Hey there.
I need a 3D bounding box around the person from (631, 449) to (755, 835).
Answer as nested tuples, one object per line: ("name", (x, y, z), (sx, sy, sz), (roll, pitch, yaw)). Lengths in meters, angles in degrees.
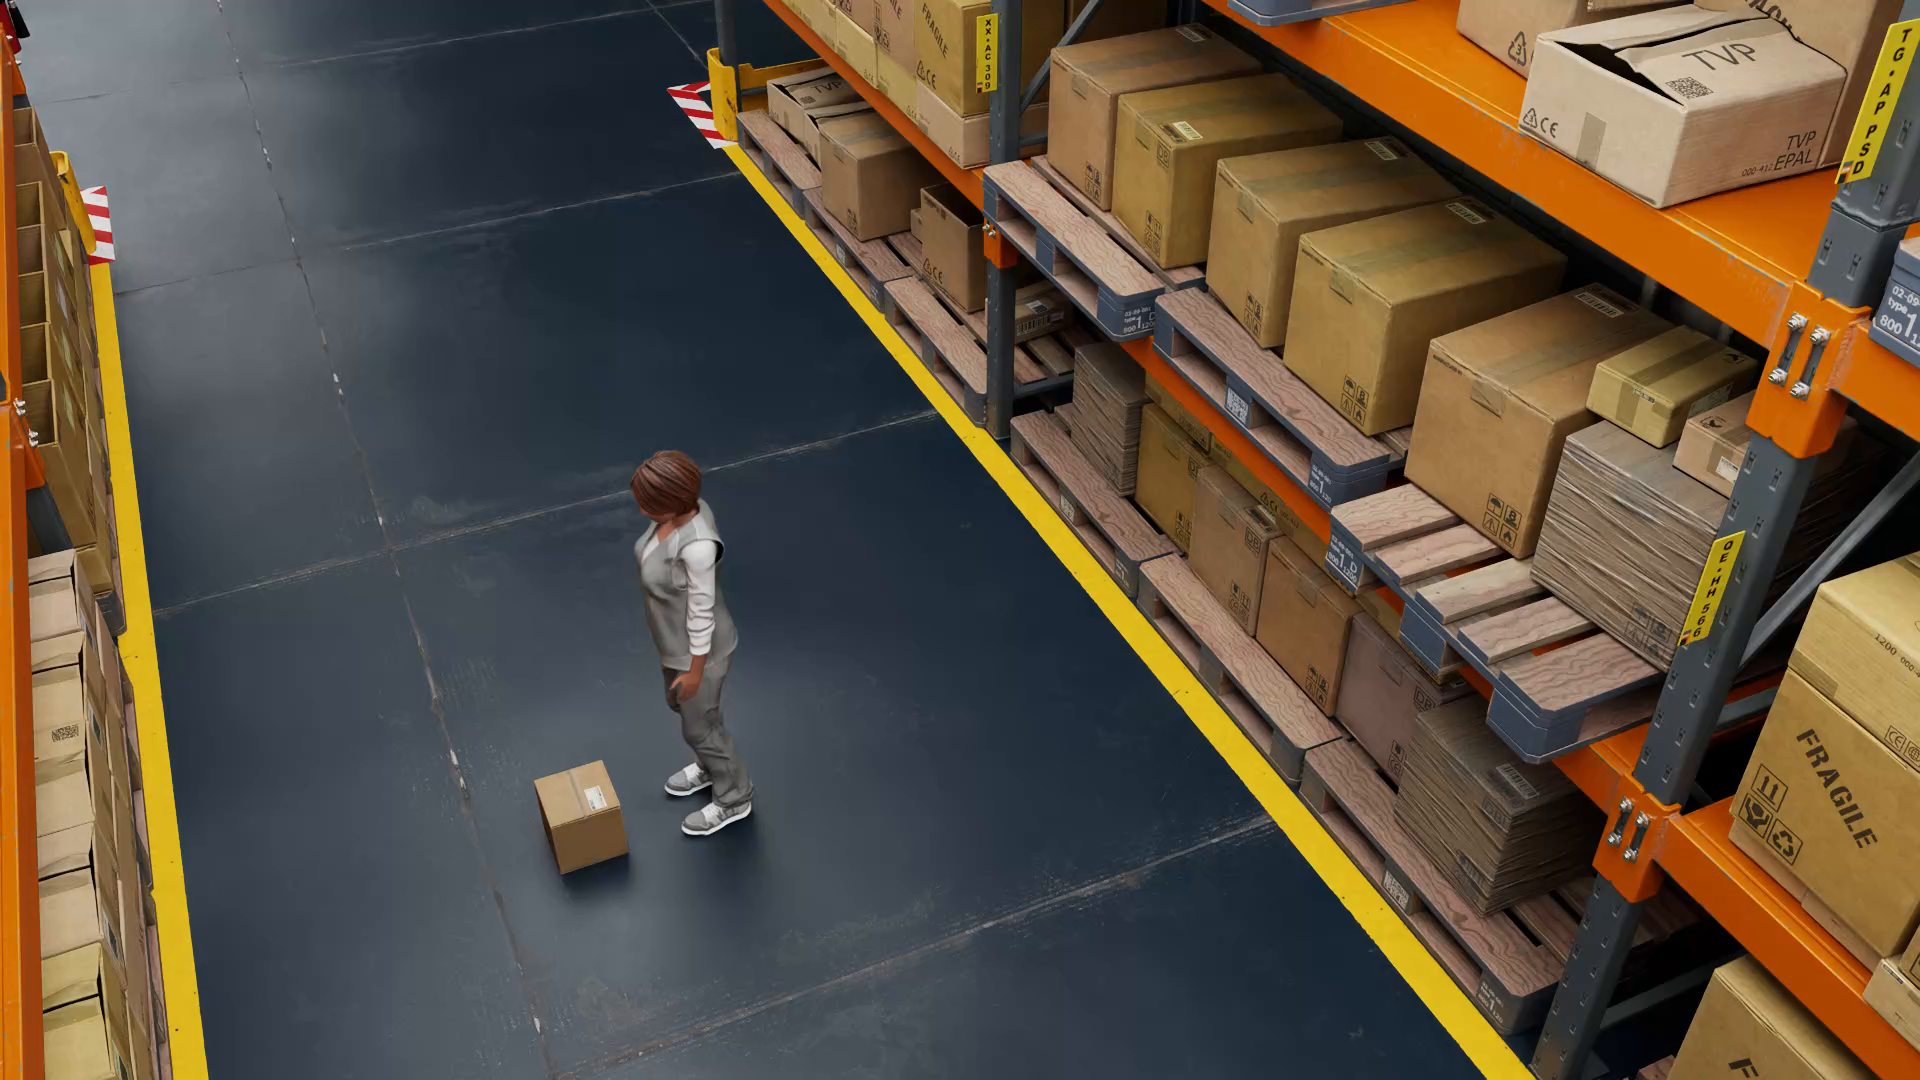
("person", (-0.913, 0.365, 5.704), (0.299, 1.583, 0.407), (-15, 40, -19))
